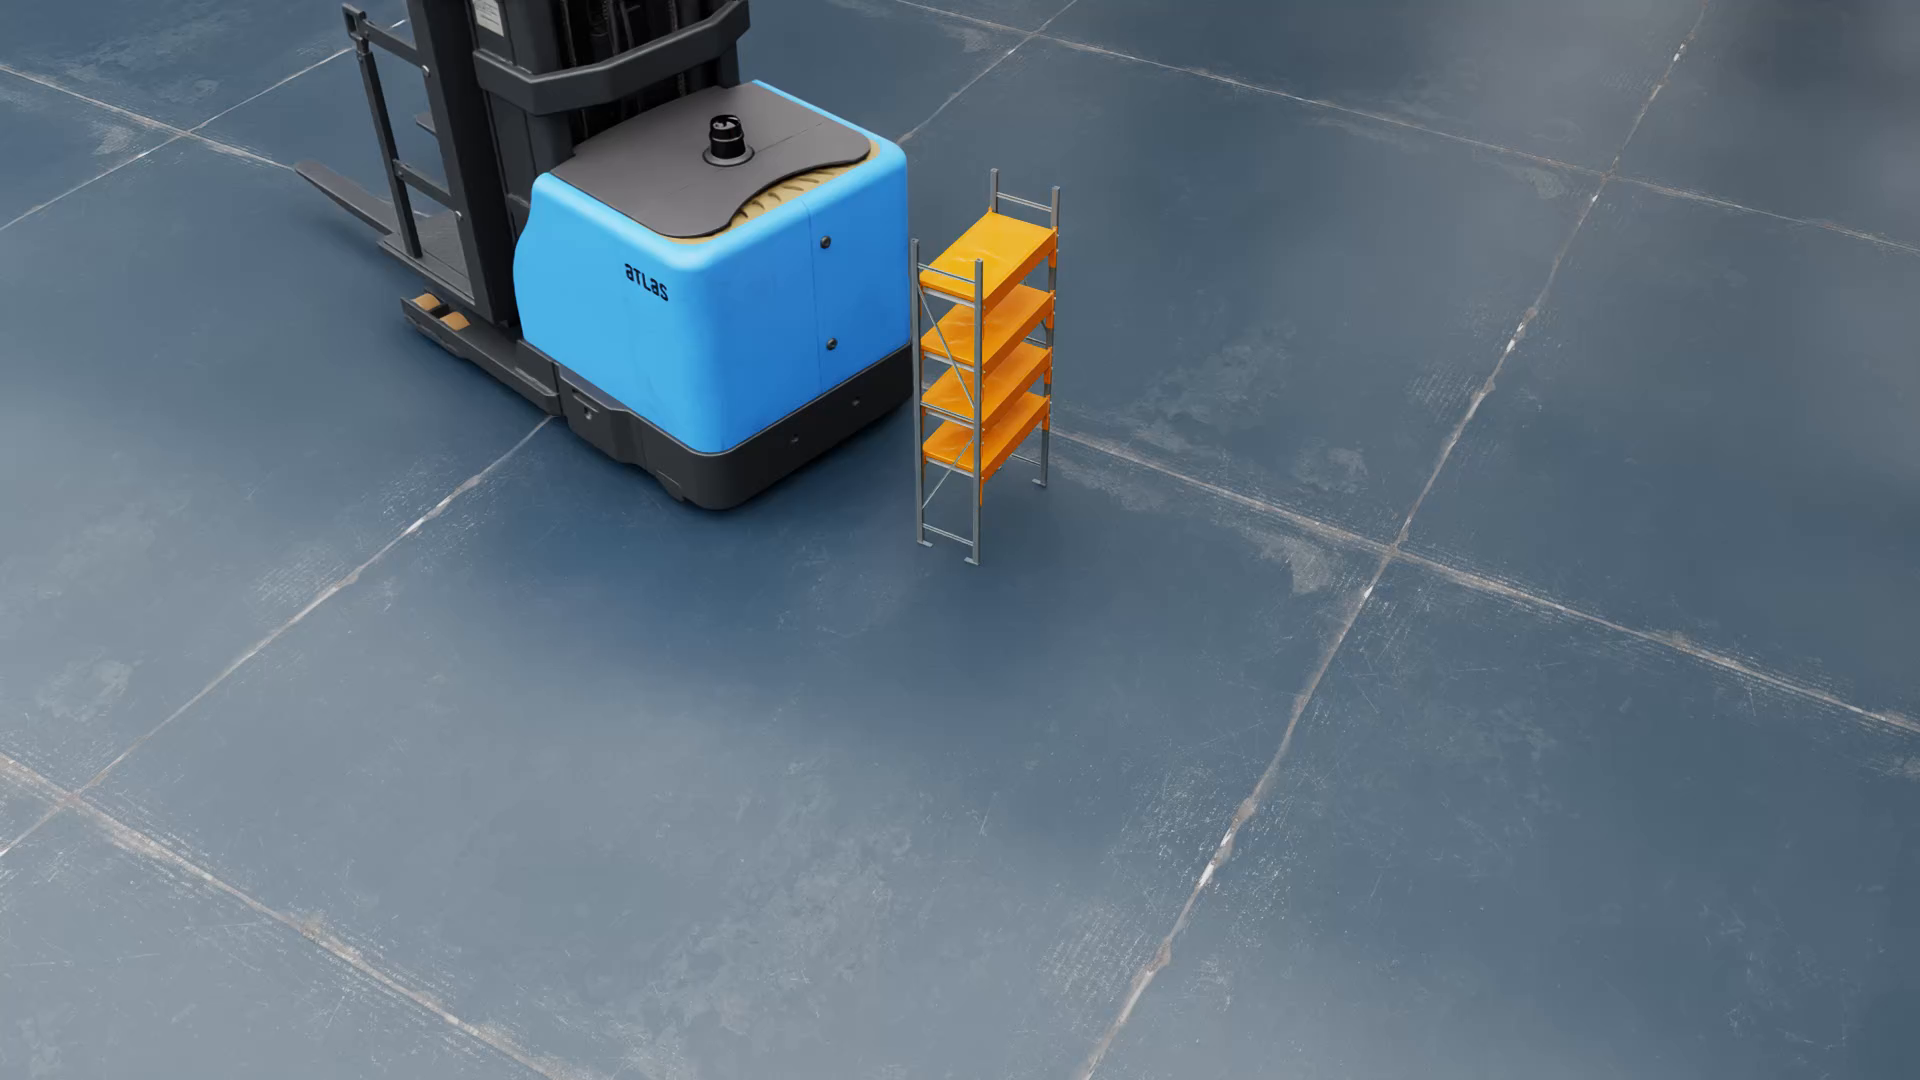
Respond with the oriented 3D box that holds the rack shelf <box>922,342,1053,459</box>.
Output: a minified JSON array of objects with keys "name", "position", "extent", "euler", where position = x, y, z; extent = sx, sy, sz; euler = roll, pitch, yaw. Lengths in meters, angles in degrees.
[{"name":"rack shelf","position":[0.083,-0.495,5.505],"extent":[0.258,0.148,0.480],"euler":[21,45,22]}]

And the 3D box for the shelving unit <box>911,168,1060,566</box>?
[{"name":"shelving unit","position":[0.083,-0.545,5.461],"extent":[0.258,1.200,0.503],"euler":[21,45,22]}]

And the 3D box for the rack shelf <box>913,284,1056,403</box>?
[{"name":"rack shelf","position":[0.083,-0.662,5.358],"extent":[0.258,0.148,0.480],"euler":[21,45,22]}]

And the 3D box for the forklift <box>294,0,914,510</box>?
[{"name":"forklift","position":[-1.586,-2.057,5.868],"extent":[3.031,2.935,1.130],"euler":[32,50,31]}]

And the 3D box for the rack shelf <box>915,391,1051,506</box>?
[{"name":"rack shelf","position":[0.083,-0.345,5.637],"extent":[0.258,0.148,0.480],"euler":[21,45,22]}]

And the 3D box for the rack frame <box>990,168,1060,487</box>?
[{"name":"rack frame","position":[0.205,-0.685,5.620],"extent":[0.240,1.200,0.015],"euler":[21,45,22]}]

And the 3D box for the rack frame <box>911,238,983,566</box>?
[{"name":"rack frame","position":[-0.039,-0.405,5.302],"extent":[0.240,1.200,0.015],"euler":[21,45,22]}]

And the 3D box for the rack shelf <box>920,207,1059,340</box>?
[{"name":"rack shelf","position":[0.083,-0.840,5.201],"extent":[0.258,0.148,0.480],"euler":[21,45,22]}]
